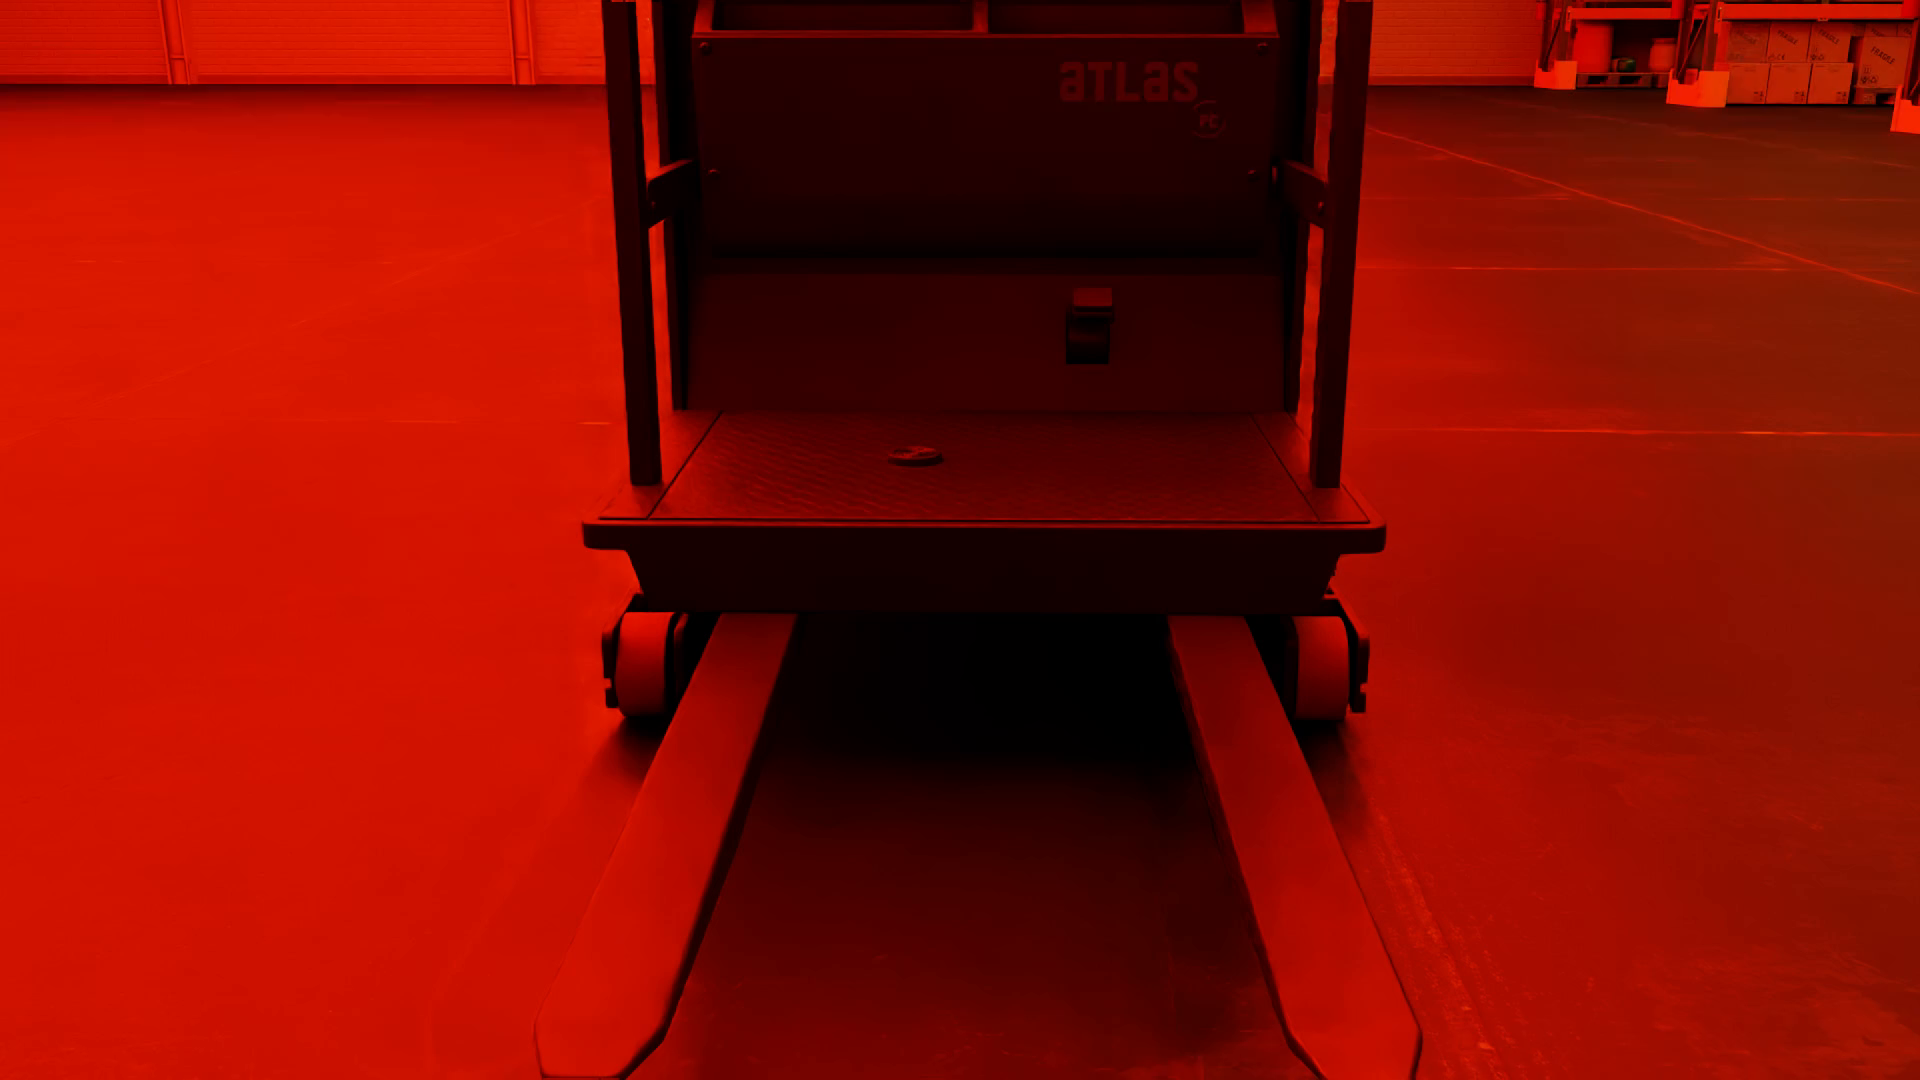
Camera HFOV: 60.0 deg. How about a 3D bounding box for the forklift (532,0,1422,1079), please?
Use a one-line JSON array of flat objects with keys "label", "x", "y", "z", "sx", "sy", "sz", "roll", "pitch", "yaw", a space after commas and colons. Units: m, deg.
[{"label": "forklift", "x": 0.038, "y": -1.218, "z": 2.352, "sx": 1.130, "sy": 2.935, "sz": 3.031, "roll": 0, "pitch": 17, "yaw": 1}]
